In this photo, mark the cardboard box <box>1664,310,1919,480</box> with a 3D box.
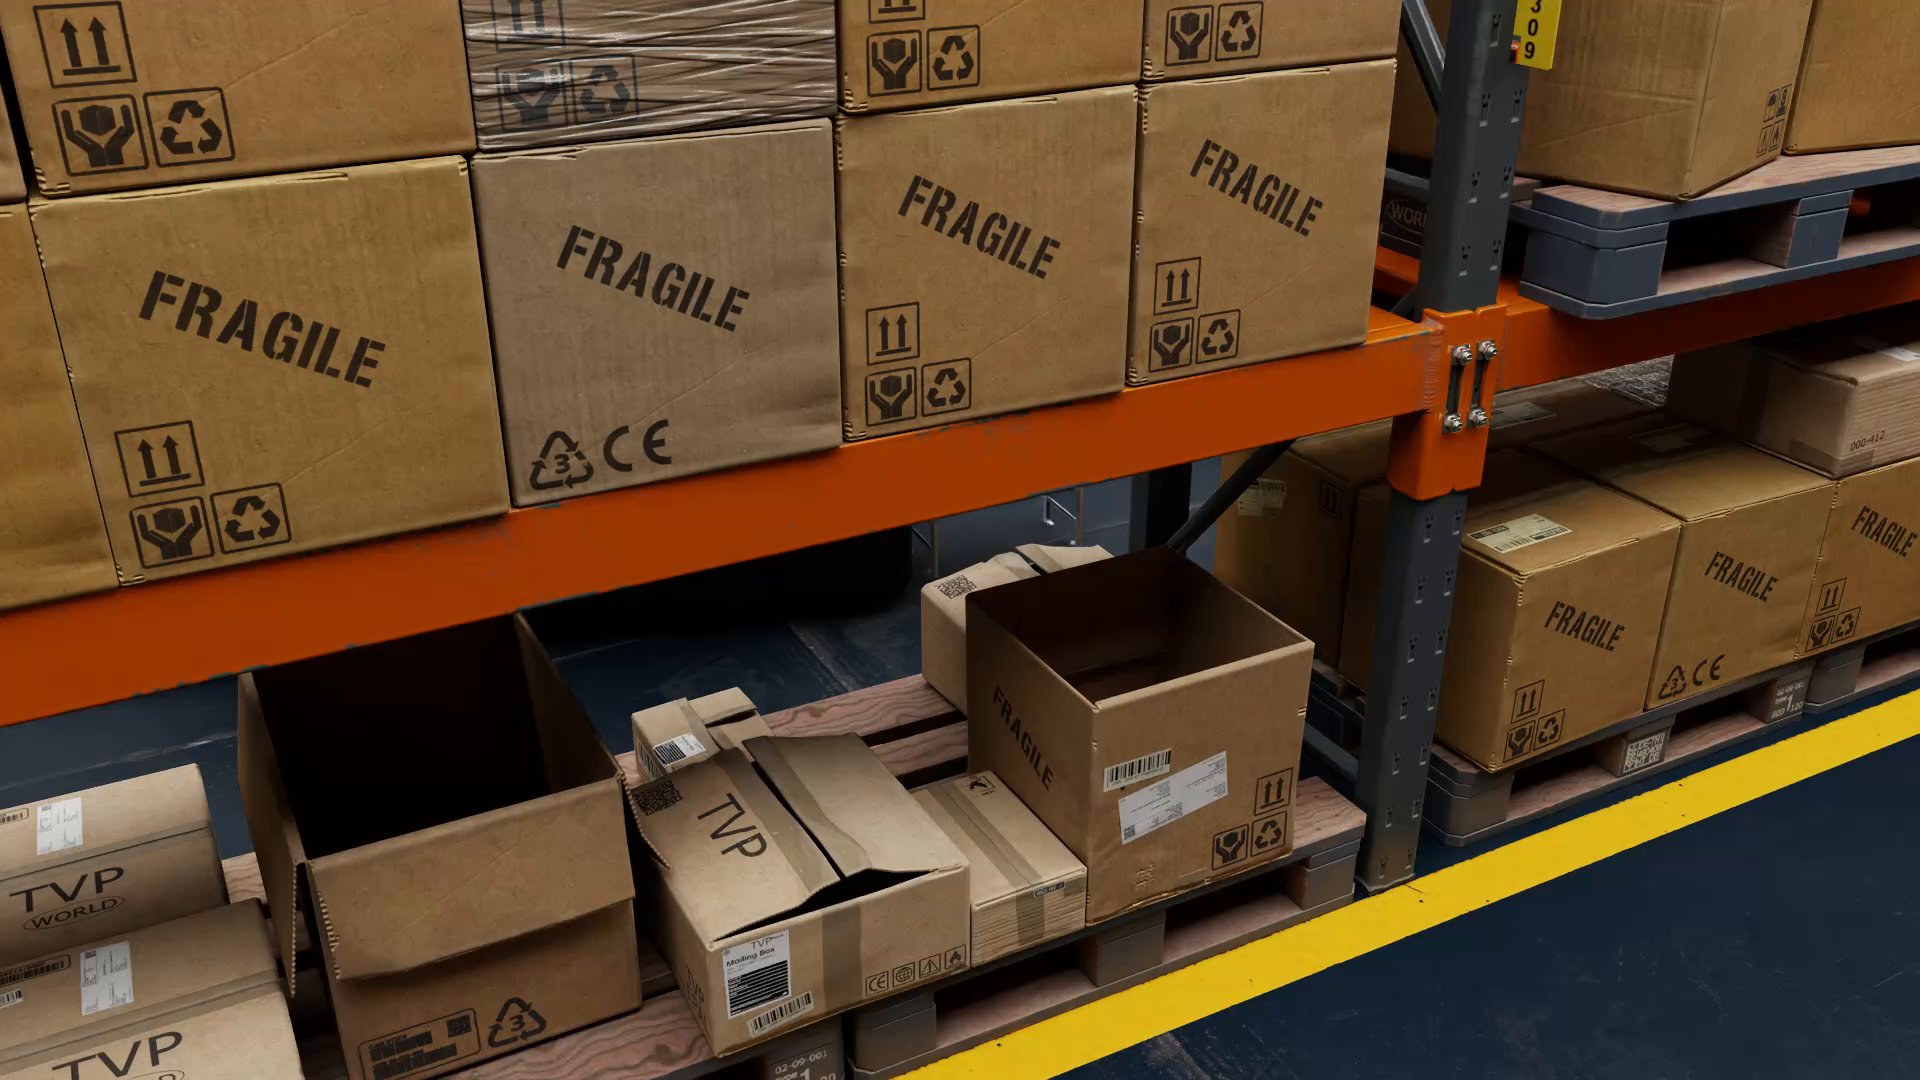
[{"bbox_3d":[2.139,-0.396,4.122,0.500,0.250,0.500,-13,29,-25],"label":"cardboard box"}]

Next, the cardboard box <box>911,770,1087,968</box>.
[{"bbox_3d":[0.043,0.633,3.251,0.250,0.149,0.380,-13,29,-25],"label":"cardboard box"}]

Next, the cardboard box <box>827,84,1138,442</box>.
[{"bbox_3d":[-0.060,-0.517,2.745,0.500,0.500,0.500,-12,28,-24],"label":"cardboard box"}]

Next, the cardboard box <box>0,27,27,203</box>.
[{"bbox_3d":[-1.397,-0.657,1.883,0.500,0.500,0.500,-13,28,-24],"label":"cardboard box"}]

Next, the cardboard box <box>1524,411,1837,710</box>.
[{"bbox_3d":[1.722,0.033,4.095,0.500,0.500,0.500,-13,28,-24],"label":"cardboard box"}]

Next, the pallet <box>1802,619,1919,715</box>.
[{"bbox_3d":[2.493,0.050,4.903,1.213,0.211,1.003,-13,29,-25],"label":"pallet"}]

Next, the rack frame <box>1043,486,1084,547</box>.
[{"bbox_3d":[0.325,-0.559,5.029,0.015,1.200,0.240,-11,28,-22],"label":"rack frame"}]

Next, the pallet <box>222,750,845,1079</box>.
[{"bbox_3d":[-0.969,0.870,3.195,1.213,0.211,1.003,-13,29,-25],"label":"pallet"}]

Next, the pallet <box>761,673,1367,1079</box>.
[{"bbox_3d":[0.108,0.620,3.716,1.213,0.211,1.003,-13,29,-25],"label":"pallet"}]

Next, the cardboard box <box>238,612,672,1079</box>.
[{"bbox_3d":[-0.940,0.535,3.047,0.637,0.503,0.797,-13,29,-25],"label":"cardboard box"}]

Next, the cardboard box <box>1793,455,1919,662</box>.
[{"bbox_3d":[2.166,-0.066,4.301,0.500,0.500,0.500,-13,28,-24],"label":"cardboard box"}]

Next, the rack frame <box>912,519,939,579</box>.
[{"bbox_3d":[-0.120,-0.473,4.849,0.015,1.200,0.240,-11,28,-22],"label":"rack frame"}]

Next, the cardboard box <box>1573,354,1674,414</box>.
[{"bbox_3d":[1.898,-0.258,4.701,0.500,0.500,0.500,-13,28,-24],"label":"cardboard box"}]

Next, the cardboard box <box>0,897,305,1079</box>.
[{"bbox_3d":[-1.319,0.873,2.635,0.500,0.250,0.500,-13,29,-25],"label":"cardboard box"}]

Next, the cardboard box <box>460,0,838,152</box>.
[{"bbox_3d":[-0.505,-0.863,2.311,0.500,0.500,0.500,-13,28,-25],"label":"cardboard box"}]

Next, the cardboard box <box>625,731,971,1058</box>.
[{"bbox_3d":[-0.316,0.614,3.104,0.500,0.311,0.500,-13,29,-25],"label":"cardboard box"}]

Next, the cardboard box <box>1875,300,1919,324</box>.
[{"bbox_3d":[2.581,-0.498,4.335,0.500,0.250,0.500,-14,29,-26],"label":"cardboard box"}]

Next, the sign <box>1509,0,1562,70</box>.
[{"bbox_3d":[0.977,-0.962,2.787,0.005,0.325,0.100,-13,29,-25],"label":"sign"}]

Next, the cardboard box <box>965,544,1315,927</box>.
[{"bbox_3d":[0.346,0.376,3.381,0.500,0.500,0.500,-13,29,-25],"label":"cardboard box"}]

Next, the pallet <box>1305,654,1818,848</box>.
[{"bbox_3d":[1.415,0.300,4.382,1.213,0.211,1.003,-13,29,-25],"label":"pallet"}]

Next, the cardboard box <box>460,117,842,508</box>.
[{"bbox_3d":[-0.512,-0.411,2.526,0.500,0.500,0.500,-12,28,-24],"label":"cardboard box"}]

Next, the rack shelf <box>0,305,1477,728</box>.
[{"bbox_3d":[-1.050,-0.045,2.710,4.000,0.370,1.077,-13,29,-25],"label":"rack shelf"}]

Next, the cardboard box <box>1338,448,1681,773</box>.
[{"bbox_3d":[1.256,0.146,3.860,0.500,0.500,0.500,-14,29,-27],"label":"cardboard box"}]

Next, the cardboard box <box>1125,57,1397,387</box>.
[{"bbox_3d":[0.395,-0.622,2.965,0.500,0.500,0.500,-12,28,-24],"label":"cardboard box"}]

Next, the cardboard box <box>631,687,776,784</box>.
[{"bbox_3d":[-0.516,0.485,3.540,0.250,0.166,0.380,-13,29,-25],"label":"cardboard box"}]

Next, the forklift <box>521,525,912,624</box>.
[{"bbox_3d":[-1.704,-1.233,4.432,3.031,2.935,1.130,-4,26,-8],"label":"forklift"}]

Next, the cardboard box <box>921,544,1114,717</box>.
[{"bbox_3d":[0.243,0.240,3.884,0.500,0.311,0.500,-13,29,-25],"label":"cardboard box"}]

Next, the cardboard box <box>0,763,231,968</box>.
[{"bbox_3d":[-1.598,0.692,3.012,0.500,0.250,0.500,-13,29,-25],"label":"cardboard box"}]

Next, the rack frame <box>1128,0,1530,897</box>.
[{"bbox_3d":[0.715,-0.777,3.403,0.127,3.000,1.000,-13,29,-25],"label":"rack frame"}]

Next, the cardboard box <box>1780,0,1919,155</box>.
[{"bbox_3d":[1.815,-1.187,3.656,0.500,0.500,0.700,-8,27,-17],"label":"cardboard box"}]

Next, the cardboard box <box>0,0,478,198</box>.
[{"bbox_3d":[-0.950,-0.761,2.099,0.500,0.500,0.500,-13,29,-26],"label":"cardboard box"}]

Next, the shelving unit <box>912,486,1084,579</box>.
[{"bbox_3d":[0.102,-0.516,4.939,0.503,1.200,0.258,-11,28,-22],"label":"shelving unit"}]

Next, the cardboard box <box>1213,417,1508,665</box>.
[{"bbox_3d":[1.015,-0.059,4.286,0.500,0.500,0.500,-13,29,-25],"label":"cardboard box"}]

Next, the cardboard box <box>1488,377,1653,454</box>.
[{"bbox_3d":[1.456,-0.156,4.489,0.500,0.500,0.500,-13,29,-25],"label":"cardboard box"}]

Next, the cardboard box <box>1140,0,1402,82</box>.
[{"bbox_3d":[0.391,-1.071,2.744,0.500,0.500,0.500,-13,28,-25],"label":"cardboard box"}]

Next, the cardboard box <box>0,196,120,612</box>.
[{"bbox_3d":[-1.402,-0.205,2.097,0.500,0.500,0.500,-13,29,-25],"label":"cardboard box"}]

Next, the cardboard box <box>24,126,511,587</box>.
[{"bbox_3d":[-0.960,-0.307,2.307,0.500,0.500,0.500,-13,28,-24],"label":"cardboard box"}]

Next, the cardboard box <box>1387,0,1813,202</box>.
[{"bbox_3d":[1.238,-1.023,3.313,0.700,0.500,0.500,22,33,37],"label":"cardboard box"}]

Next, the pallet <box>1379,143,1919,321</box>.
[{"bbox_3d":[1.471,-0.812,3.697,1.213,0.211,1.003,-13,29,-25],"label":"pallet"}]

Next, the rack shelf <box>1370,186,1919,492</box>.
[{"bbox_3d":[2.480,-0.860,4.407,4.000,0.370,1.077,-13,29,-25],"label":"rack shelf"}]

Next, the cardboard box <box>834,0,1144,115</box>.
[{"bbox_3d":[-0.060,-0.966,2.525,0.500,0.500,0.500,-14,29,-26],"label":"cardboard box"}]
